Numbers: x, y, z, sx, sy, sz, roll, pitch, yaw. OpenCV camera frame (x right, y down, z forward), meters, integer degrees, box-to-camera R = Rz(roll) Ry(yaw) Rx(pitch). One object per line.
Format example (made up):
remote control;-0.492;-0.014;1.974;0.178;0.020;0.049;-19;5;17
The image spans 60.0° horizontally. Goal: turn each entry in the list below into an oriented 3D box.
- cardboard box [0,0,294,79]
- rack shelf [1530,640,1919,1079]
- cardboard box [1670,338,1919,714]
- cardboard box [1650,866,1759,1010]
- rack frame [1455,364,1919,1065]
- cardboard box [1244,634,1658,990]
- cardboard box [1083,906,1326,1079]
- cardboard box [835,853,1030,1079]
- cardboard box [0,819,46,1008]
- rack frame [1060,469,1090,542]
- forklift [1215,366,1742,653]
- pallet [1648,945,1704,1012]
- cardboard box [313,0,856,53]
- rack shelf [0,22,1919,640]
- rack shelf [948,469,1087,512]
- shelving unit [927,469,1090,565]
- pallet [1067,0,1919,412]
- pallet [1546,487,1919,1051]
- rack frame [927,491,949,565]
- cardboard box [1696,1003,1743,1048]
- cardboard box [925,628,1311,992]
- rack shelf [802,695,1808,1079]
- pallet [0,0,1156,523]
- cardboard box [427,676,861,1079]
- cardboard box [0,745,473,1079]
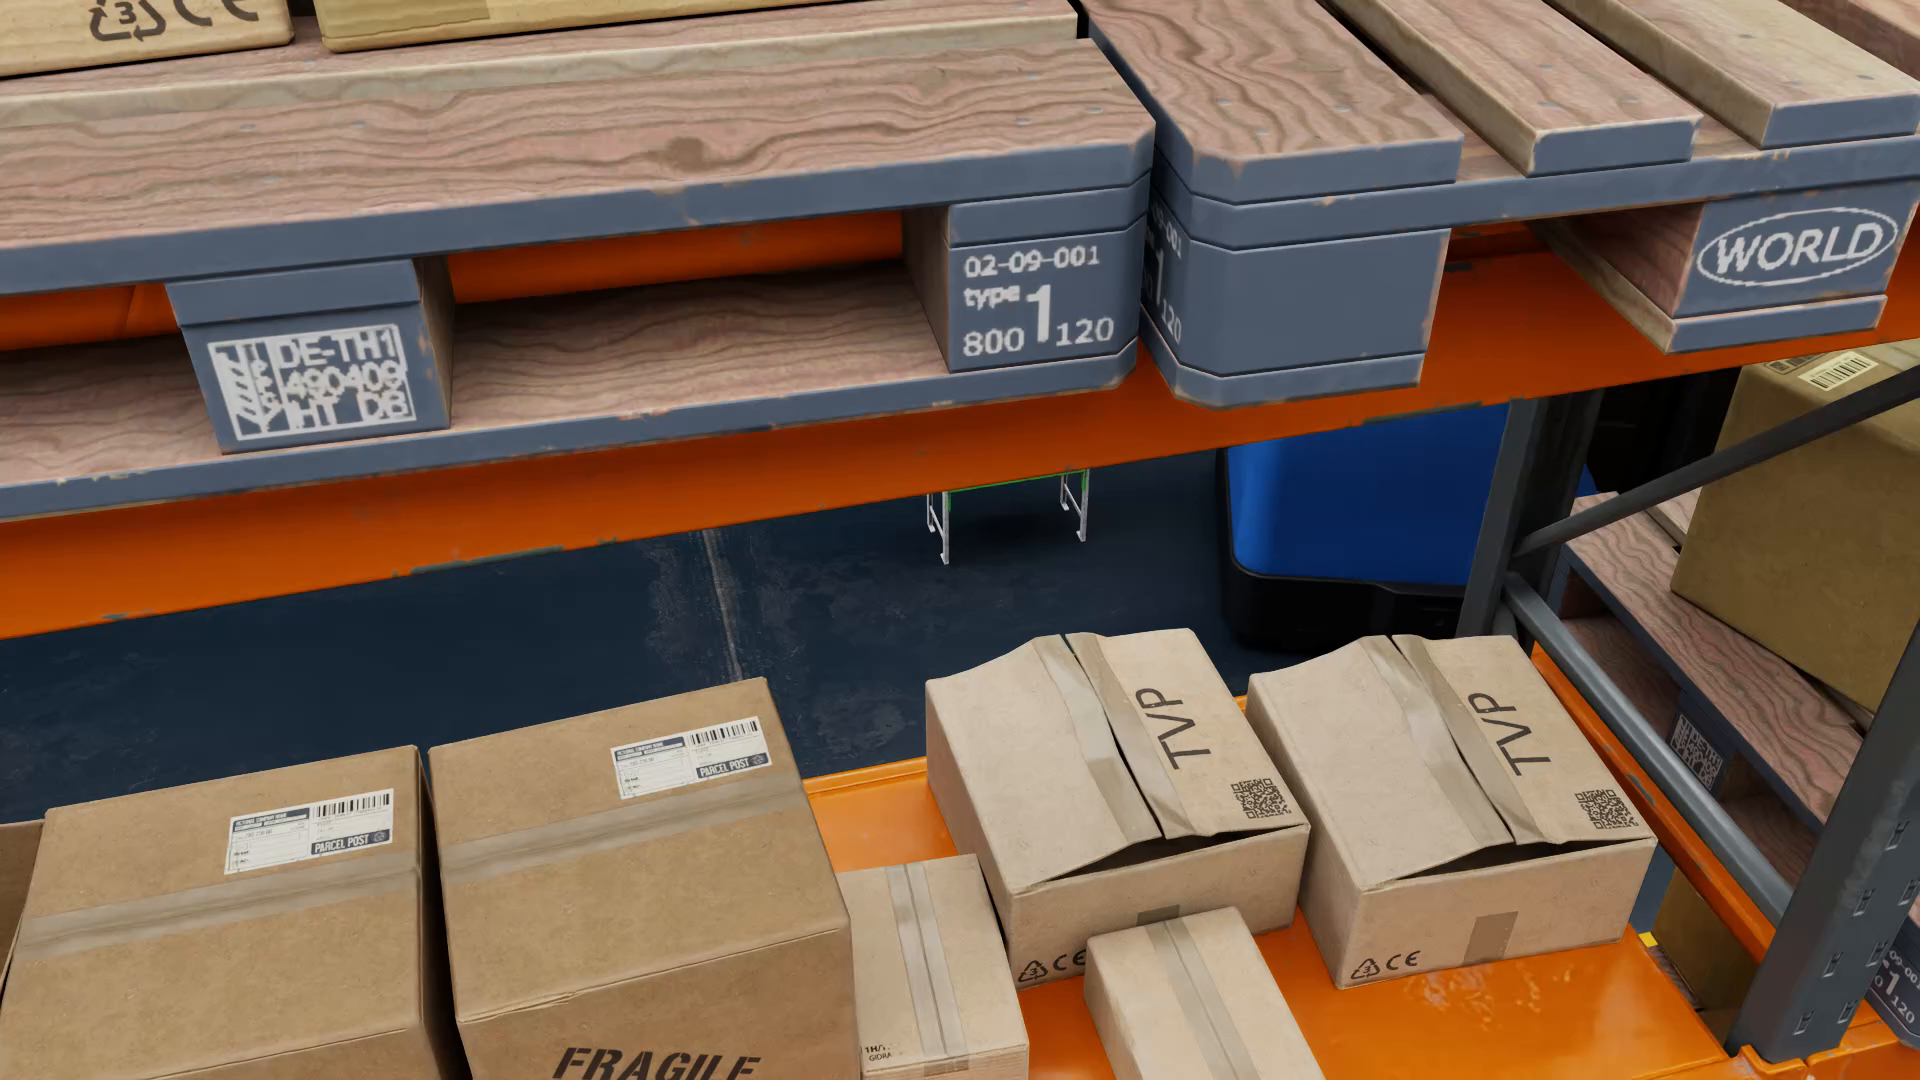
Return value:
cardboard box;-0.839;-0.576;1.343;0.500;0.250;0.500;-12;39;-16
rack shelf;3.091;0.325;3.449;4.000;0.370;1.077;-9;38;-12
cardboard box;1.739;-0.016;2.875;0.500;0.500;0.700;-23;43;-27
cardboard box;2.002;0.888;3.815;0.500;0.500;0.500;-8;38;-10
rack frame;1.161;0.356;2.816;0.127;3.000;1.000;-9;38;-12
cardboard box;0.798;0.423;2.801;0.500;0.311;0.500;-7;38;-9
cardboard box;0.364;0.760;2.494;0.250;0.149;0.380;-9;38;-12
cardboard box;-0.056;0.691;2.585;0.250;0.149;0.380;-7;38;-9
cardboard box;-1.447;0.754;2.213;0.500;0.500;0.500;-7;38;-9
rack frame;0.395;-0.541;5.470;0.015;1.200;0.240;-9;38;-12
forklift;2.389;-1.040;4.698;3.031;2.935;1.130;3;38;4
pallet;1.891;1.367;3.789;1.213;0.211;1.003;-9;38;-12
cardboard box;-0.319;-0.660;1.453;0.500;0.250;0.500;-10;39;-13
rack shelf;-0.770;-0.233;1.709;4.000;0.370;1.077;-9;38;-12
rack shelf;0.160;-0.261;5.604;0.480;0.148;0.258;-9;38;-12
shelving unit;0.160;-0.503;5.420;0.503;1.200;0.258;-9;38;-12
pallet;0.529;-0.601;1.753;1.003;0.211;1.213;-8;38;-10
pallet;1.797;0.284;3.068;1.003;0.211;1.213;-9;38;-12
rack frame;-0.076;-0.464;5.369;0.015;1.200;0.240;-9;38;-12
cardboard box;1.675;1.270;3.317;0.500;0.500;0.500;-8;38;-10
cardboard box;0.247;0.419;2.806;0.500;0.311;0.500;-10;38;-12
rack shelf;-0.770;0.958;2.620;4.000;0.370;1.077;-9;38;-12
pallet;-0.550;-0.422;1.519;1.213;0.211;1.003;-8;38;-10
cardboard box;-0.455;0.592;2.426;0.500;0.500;0.500;-11;39;-14
cardboard box;-0.963;0.675;2.317;0.500;0.500;0.500;-9;38;-12
